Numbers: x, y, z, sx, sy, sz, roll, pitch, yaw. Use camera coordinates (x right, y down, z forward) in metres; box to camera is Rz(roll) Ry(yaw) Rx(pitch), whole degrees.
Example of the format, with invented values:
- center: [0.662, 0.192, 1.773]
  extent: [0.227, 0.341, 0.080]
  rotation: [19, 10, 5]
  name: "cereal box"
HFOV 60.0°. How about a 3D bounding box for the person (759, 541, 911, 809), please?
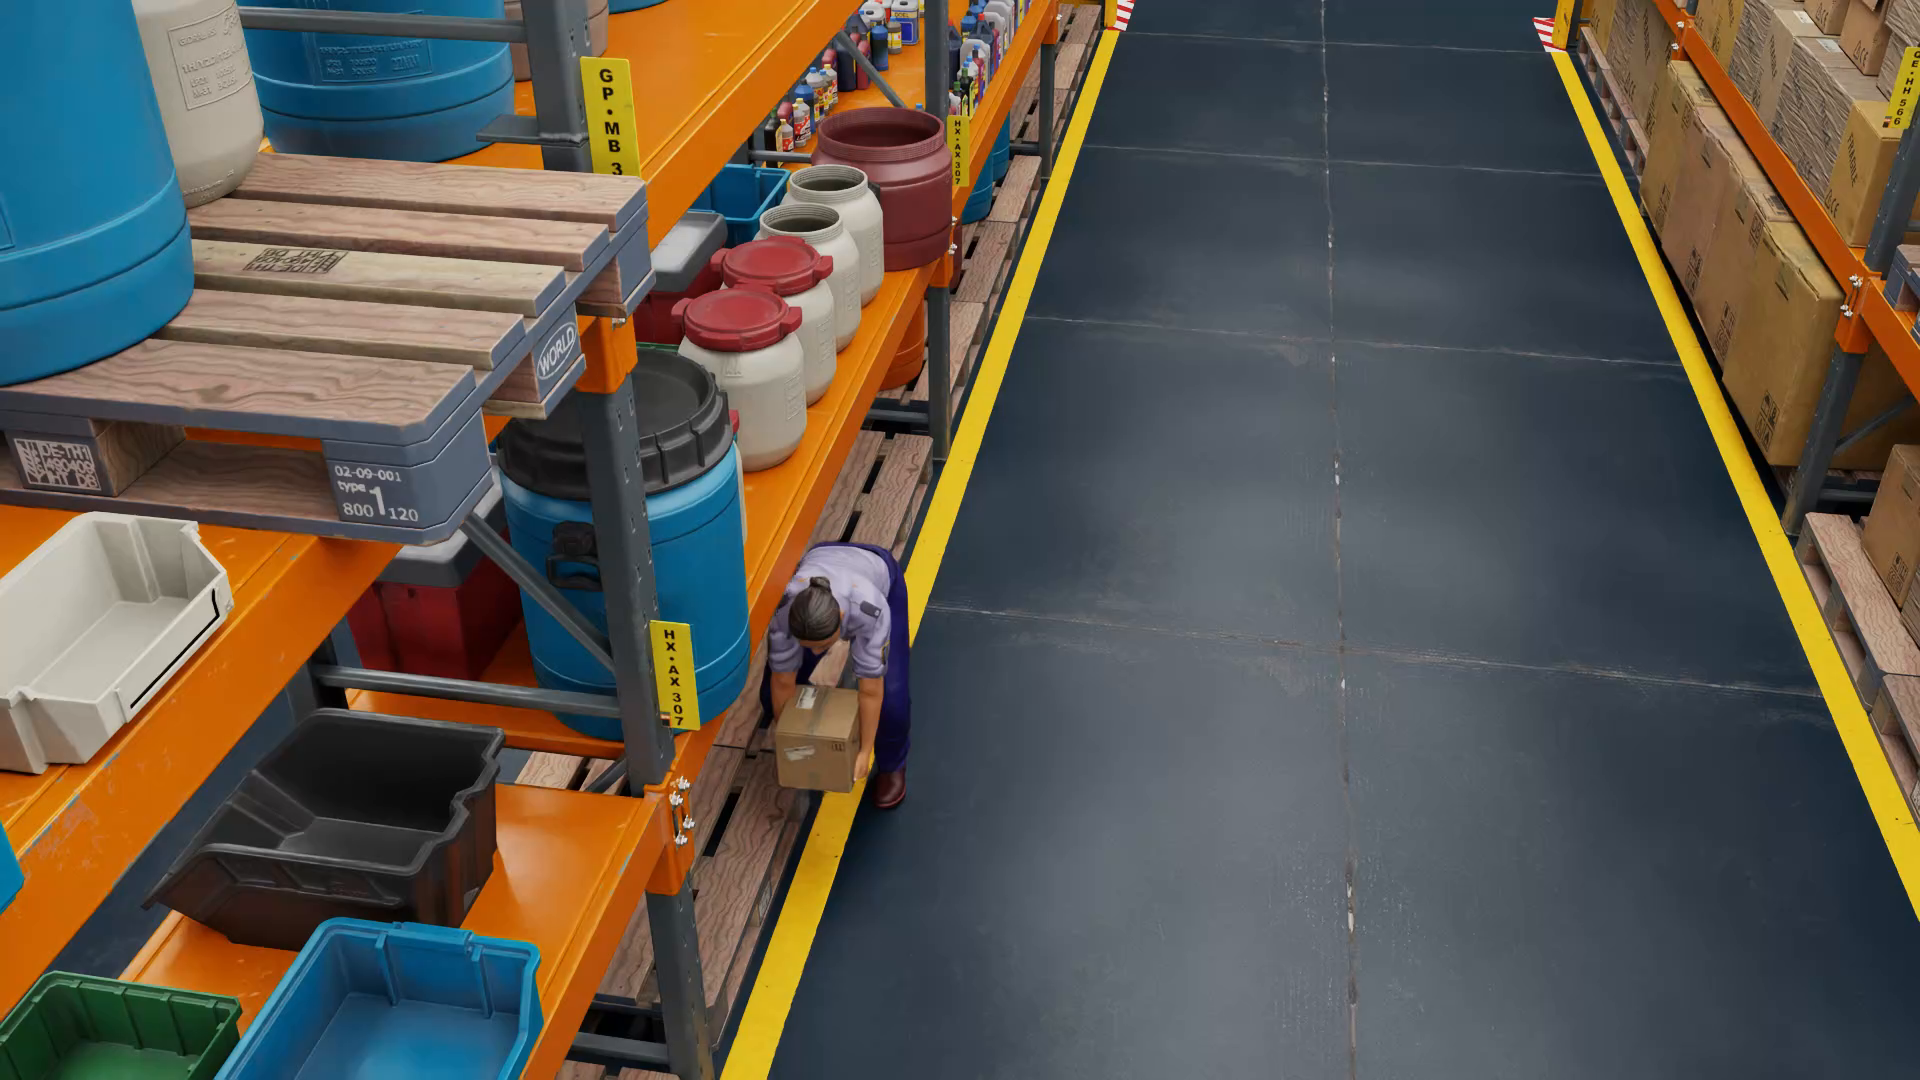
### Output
- center: [-0.440, 0.489, 5.802]
  extent: [0.513, 1.202, 0.857]
  rotation: [4, 33, 7]
  name: "person"
